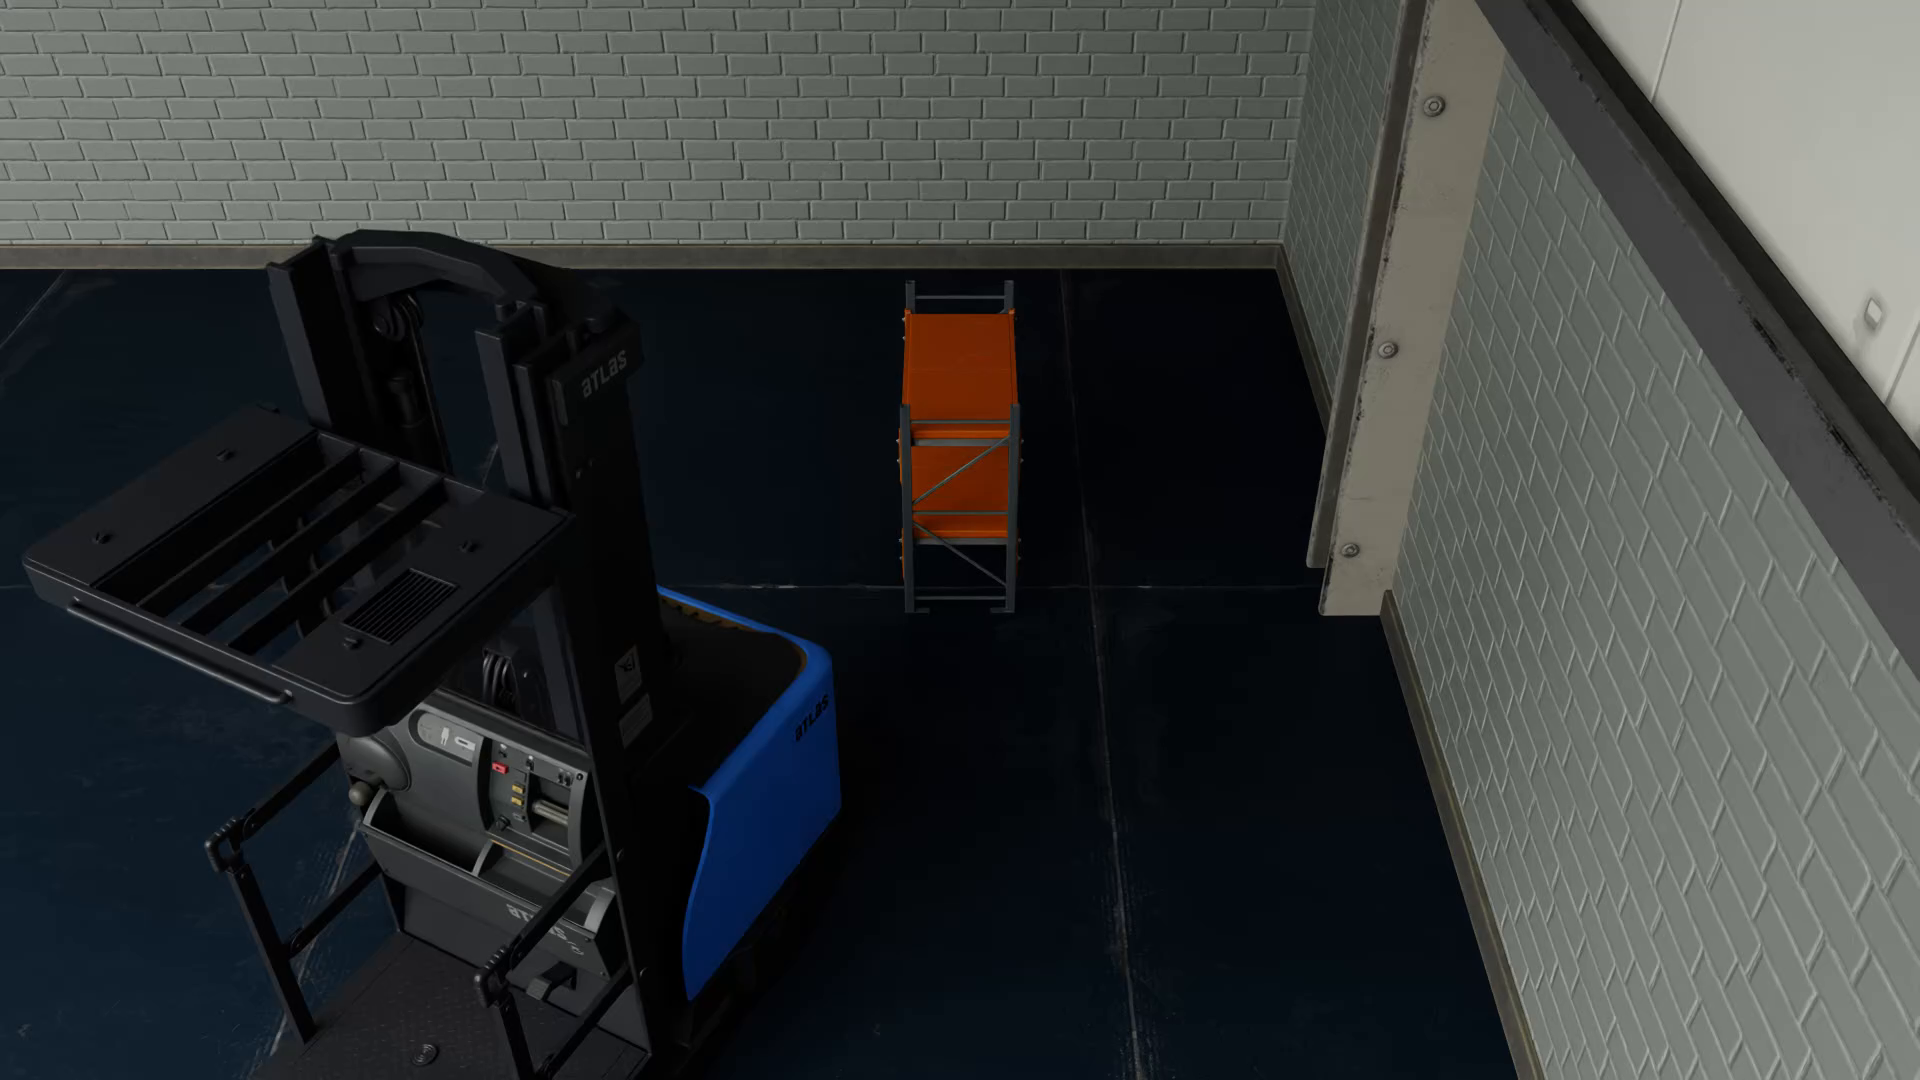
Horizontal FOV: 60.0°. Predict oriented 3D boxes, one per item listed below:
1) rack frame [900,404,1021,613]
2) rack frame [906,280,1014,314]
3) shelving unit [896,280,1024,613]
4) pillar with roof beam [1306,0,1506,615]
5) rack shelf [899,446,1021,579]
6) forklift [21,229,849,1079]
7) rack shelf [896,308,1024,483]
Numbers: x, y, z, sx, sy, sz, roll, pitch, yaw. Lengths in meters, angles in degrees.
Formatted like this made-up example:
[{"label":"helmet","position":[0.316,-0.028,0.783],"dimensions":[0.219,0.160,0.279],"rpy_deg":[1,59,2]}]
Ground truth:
[{"label":"rack frame","position":[0.001,-0.117,7.242],"dimensions":[0.500,1.125,0.032],"rpy_deg":[0,39,0]},{"label":"rack frame","position":[-0.001,-0.753,8.035],"dimensions":[0.500,1.125,0.032],"rpy_deg":[0,39,0]},{"label":"shelving unit","position":[0.000,-0.435,7.638],"dimensions":[0.538,1.125,1.048],"rpy_deg":[0,39,0]},{"label":"pillar with roof beam","position":[-2.513,-3.291,4.906],"dimensions":[9.100,9.000,0.400],"rpy_deg":[0,39,0]},{"label":"rack shelf","position":[0.000,-0.244,7.791],"dimensions":[0.538,0.278,1.000],"rpy_deg":[0,39,0]},{"label":"forklift","position":[-1.562,0.749,4.718],"dimensions":[1.130,2.935,3.031],"rpy_deg":[18,42,21]},{"label":"rack shelf","position":[0.000,-0.663,7.455],"dimensions":[0.538,0.278,1.000],"rpy_deg":[0,39,0]}]
